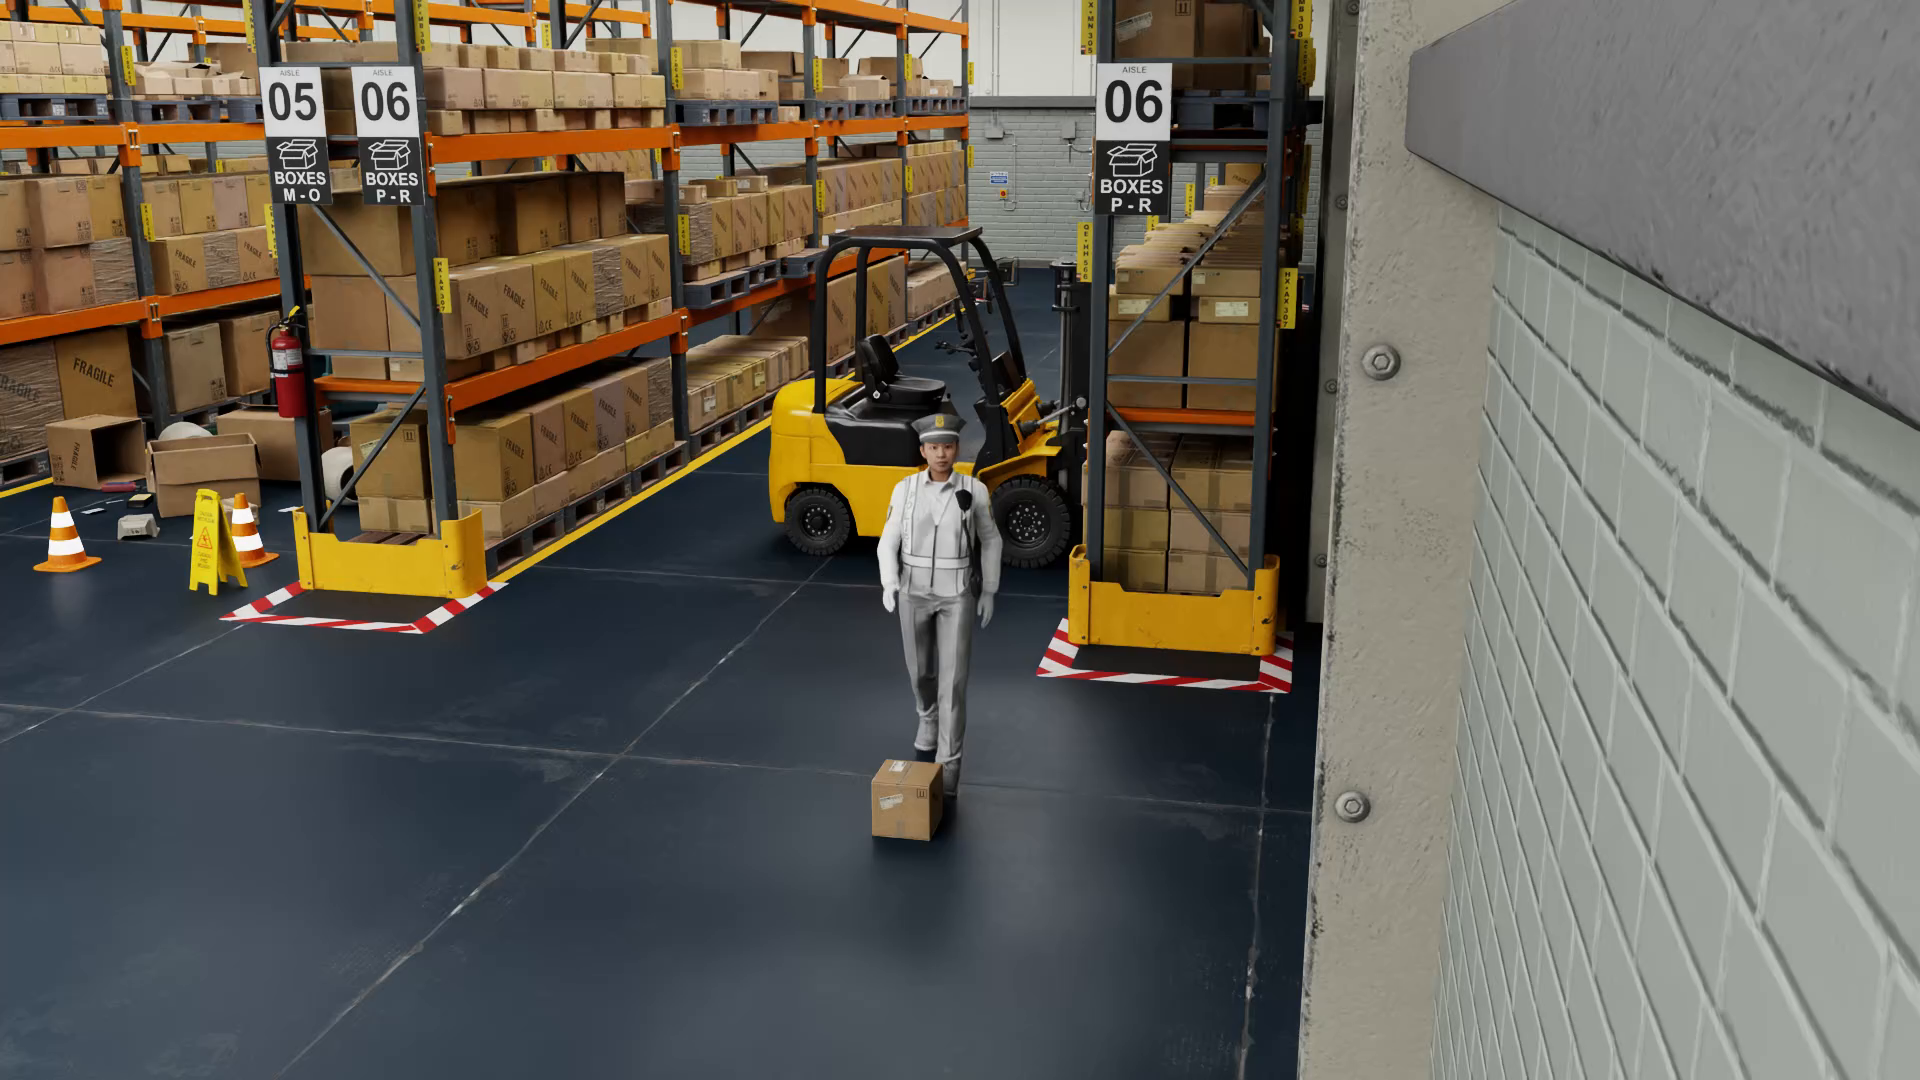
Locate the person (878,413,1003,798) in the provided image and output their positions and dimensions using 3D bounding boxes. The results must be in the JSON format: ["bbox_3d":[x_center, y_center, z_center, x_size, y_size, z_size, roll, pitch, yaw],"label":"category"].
[{"bbox_3d":[-0.106,0.257,7.436,0.537,1.657,0.905,2,15,9],"label":"person"}]
